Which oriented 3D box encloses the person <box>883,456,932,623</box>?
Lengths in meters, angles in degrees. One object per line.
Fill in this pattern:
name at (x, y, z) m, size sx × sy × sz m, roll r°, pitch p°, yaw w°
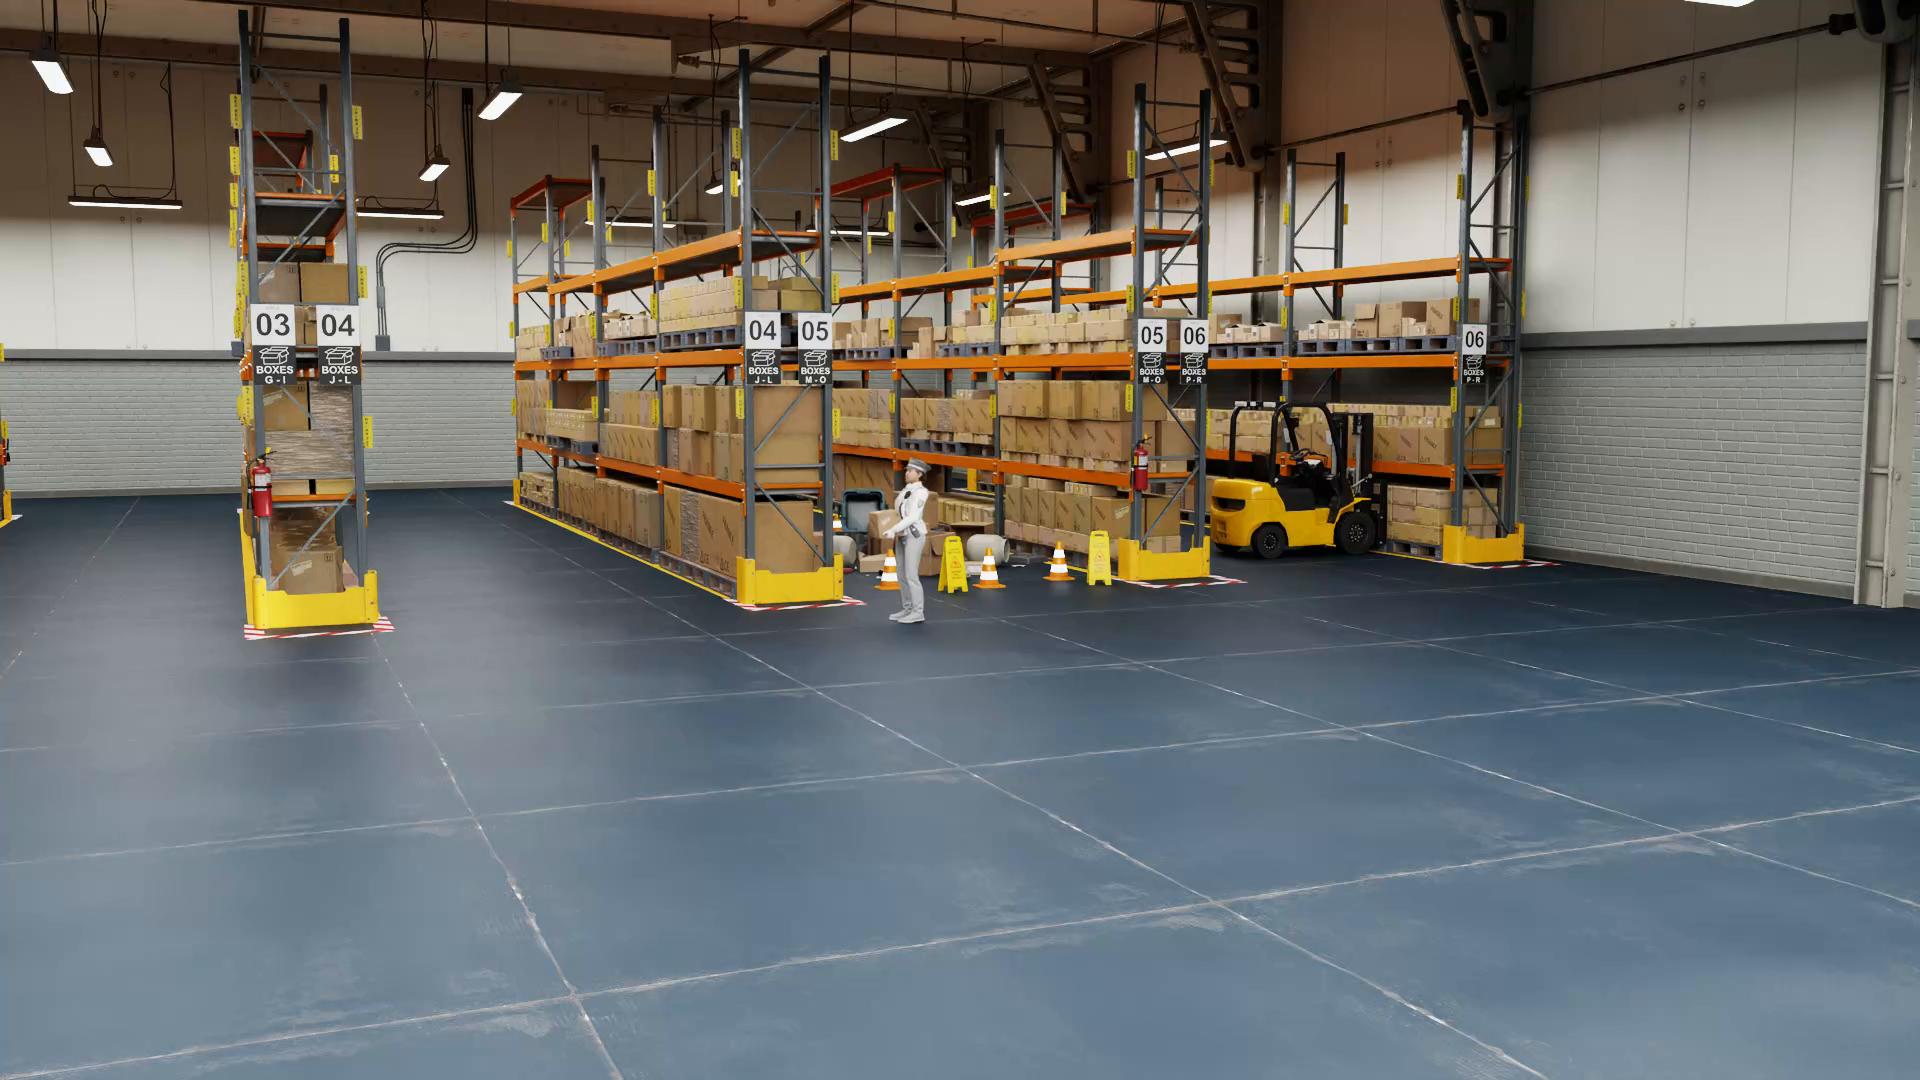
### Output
person at (-0.571, -0.007, 16.942) m, size 0.563 × 1.686 × 0.460 m, roll -2°, pitch 6°, yaw -24°
